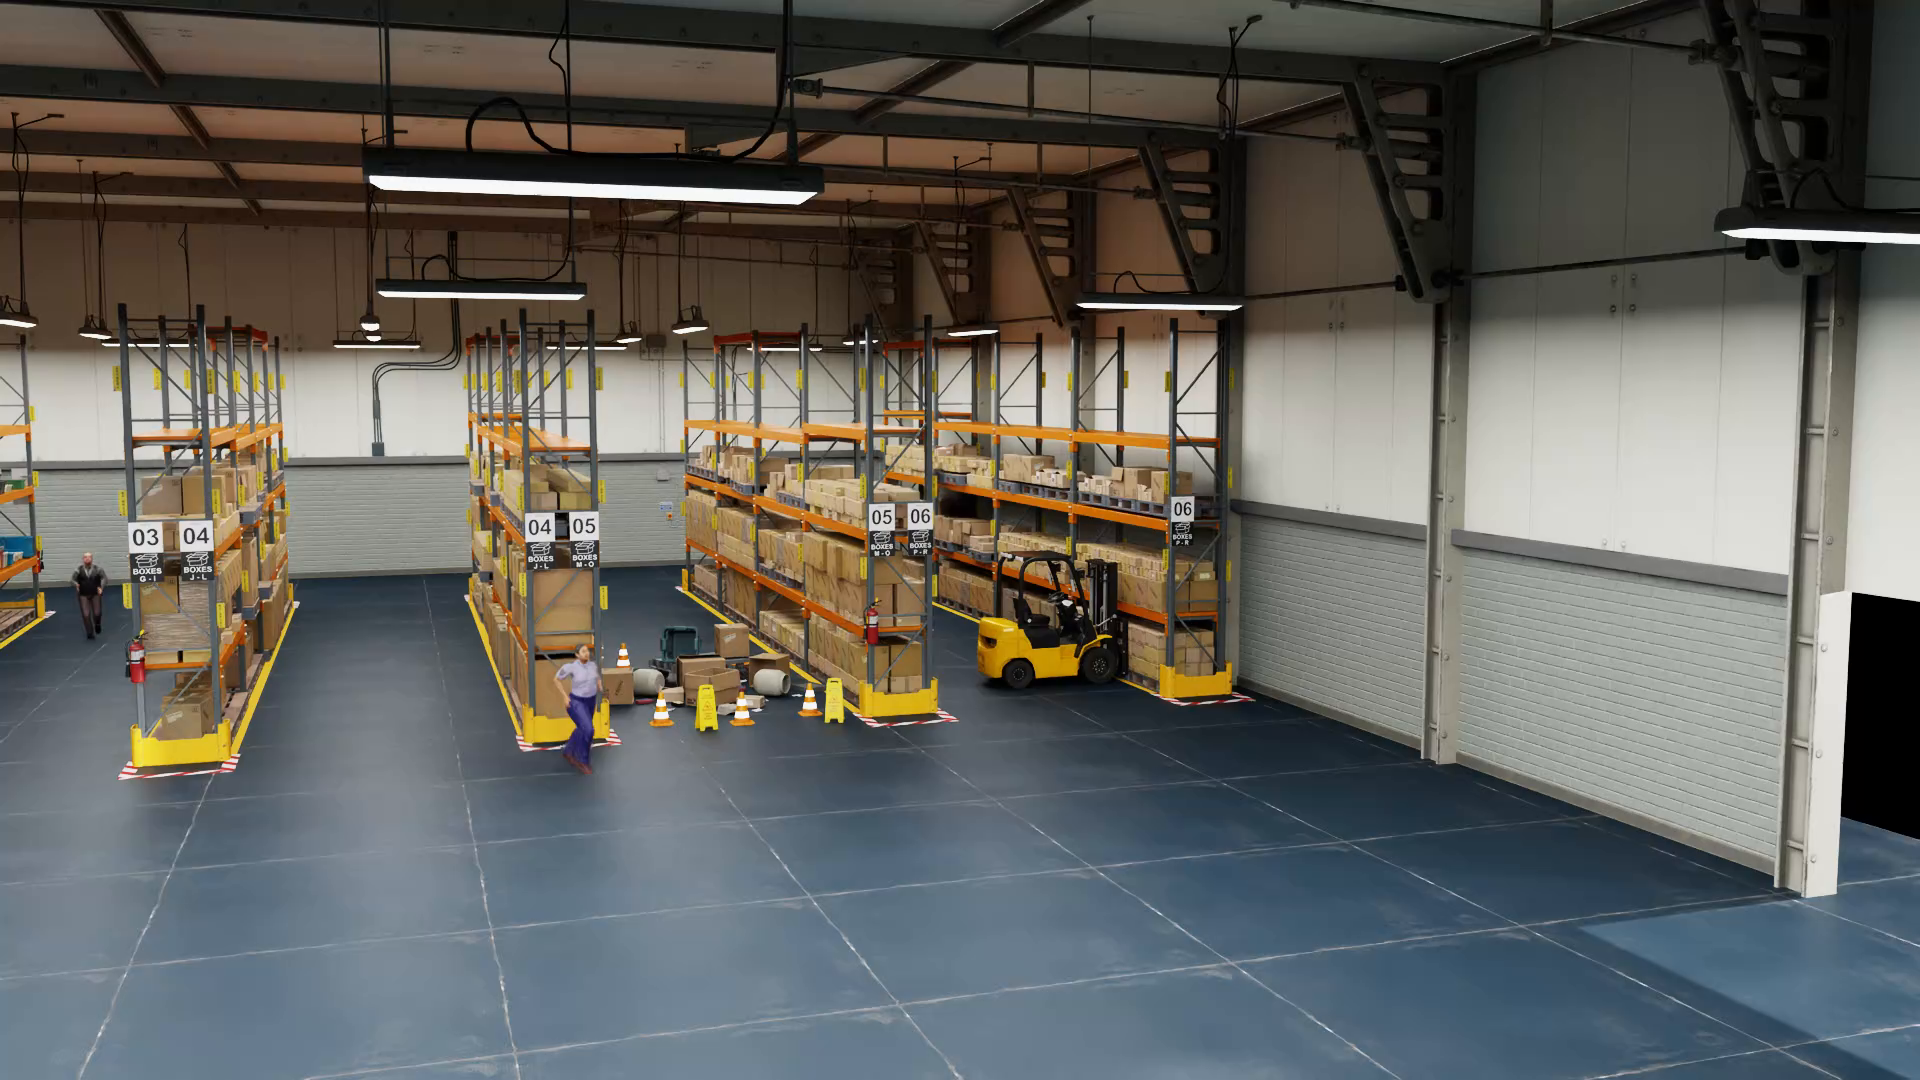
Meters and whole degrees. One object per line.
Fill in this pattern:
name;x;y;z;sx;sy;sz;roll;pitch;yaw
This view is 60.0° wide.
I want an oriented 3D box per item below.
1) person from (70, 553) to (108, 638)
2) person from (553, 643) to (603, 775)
person;-17.011;1.085;32.497;0.655;1.674;0.601;-3;6;-26
person;-4.889;2.167;21.433;0.737;1.710;0.583;3;6;32
